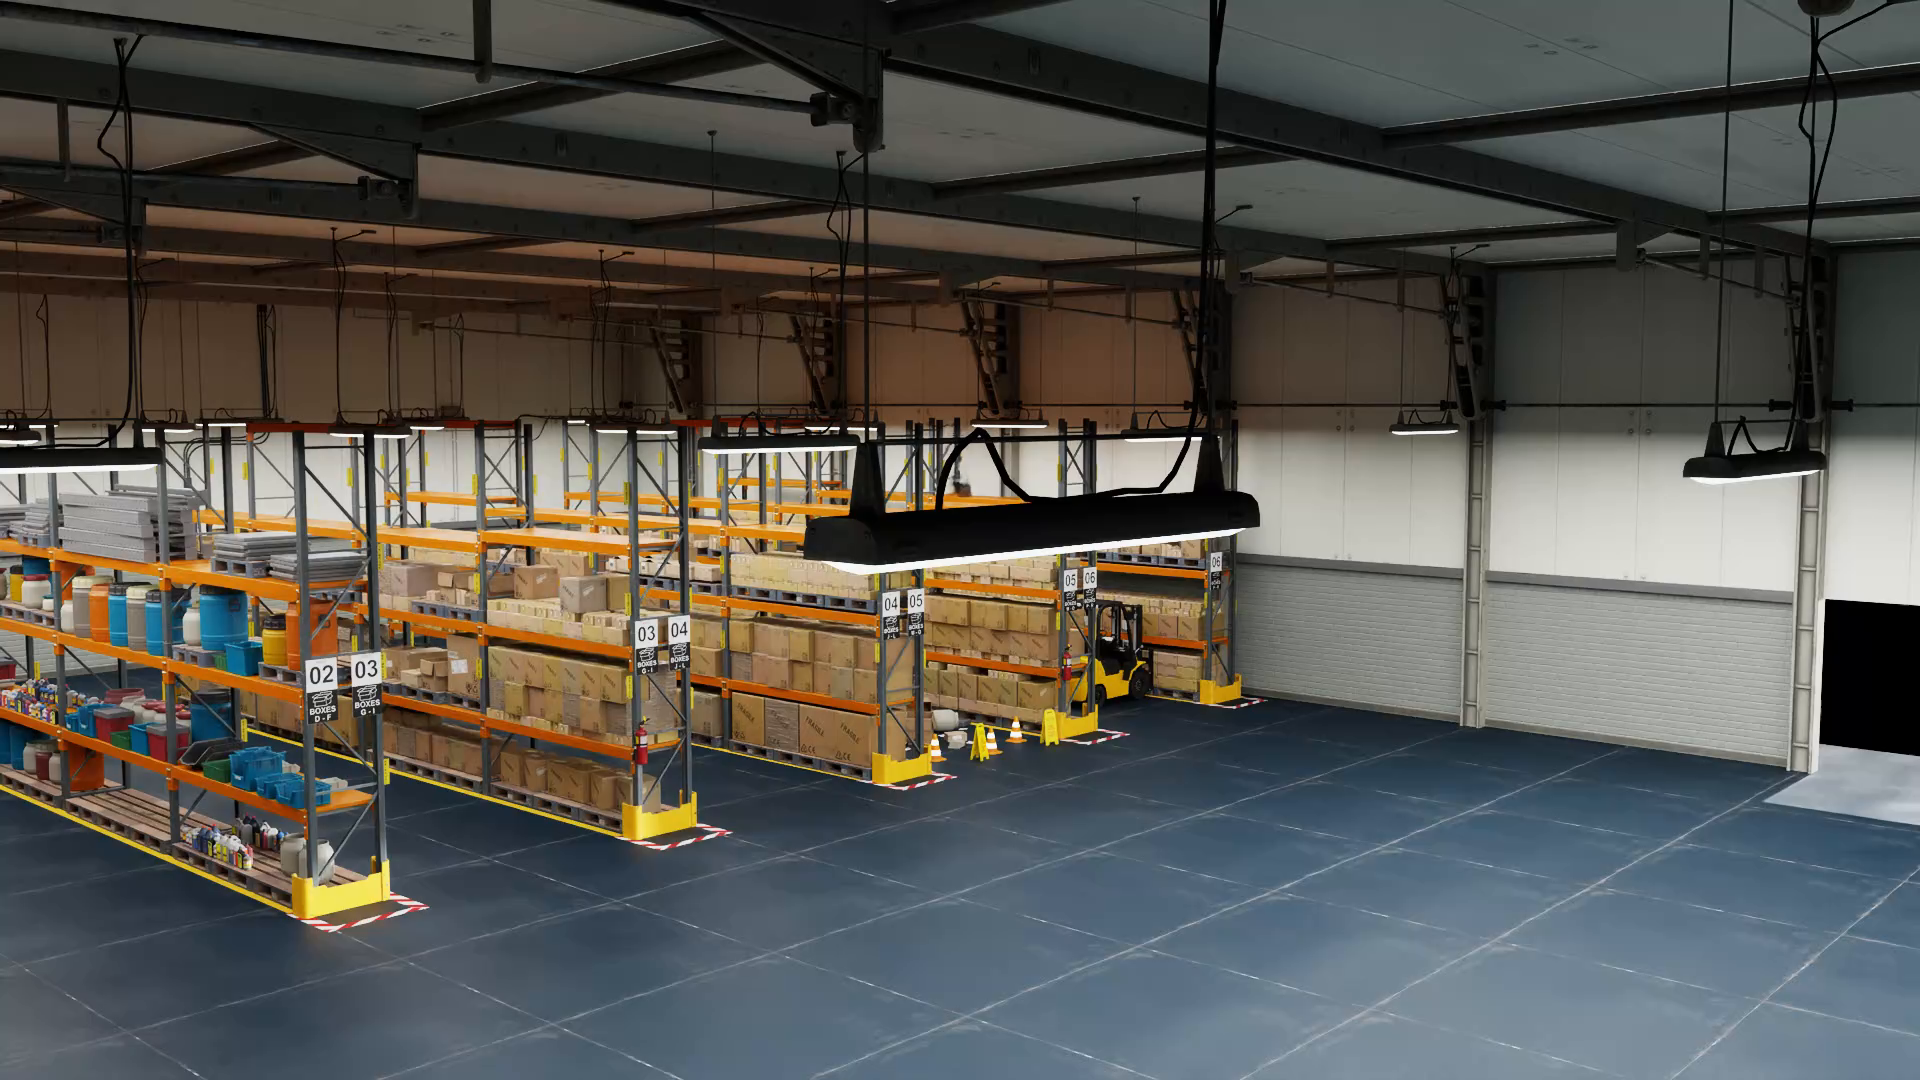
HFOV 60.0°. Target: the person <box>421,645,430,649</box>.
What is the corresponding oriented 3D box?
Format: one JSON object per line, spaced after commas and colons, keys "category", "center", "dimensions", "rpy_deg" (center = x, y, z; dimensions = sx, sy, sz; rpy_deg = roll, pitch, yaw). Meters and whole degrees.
{"category": "person", "center": [-10.476, 2.860, 32.584], "dimensions": [0.871, 1.613, 0.539], "rpy_deg": [4, 6, 39]}
